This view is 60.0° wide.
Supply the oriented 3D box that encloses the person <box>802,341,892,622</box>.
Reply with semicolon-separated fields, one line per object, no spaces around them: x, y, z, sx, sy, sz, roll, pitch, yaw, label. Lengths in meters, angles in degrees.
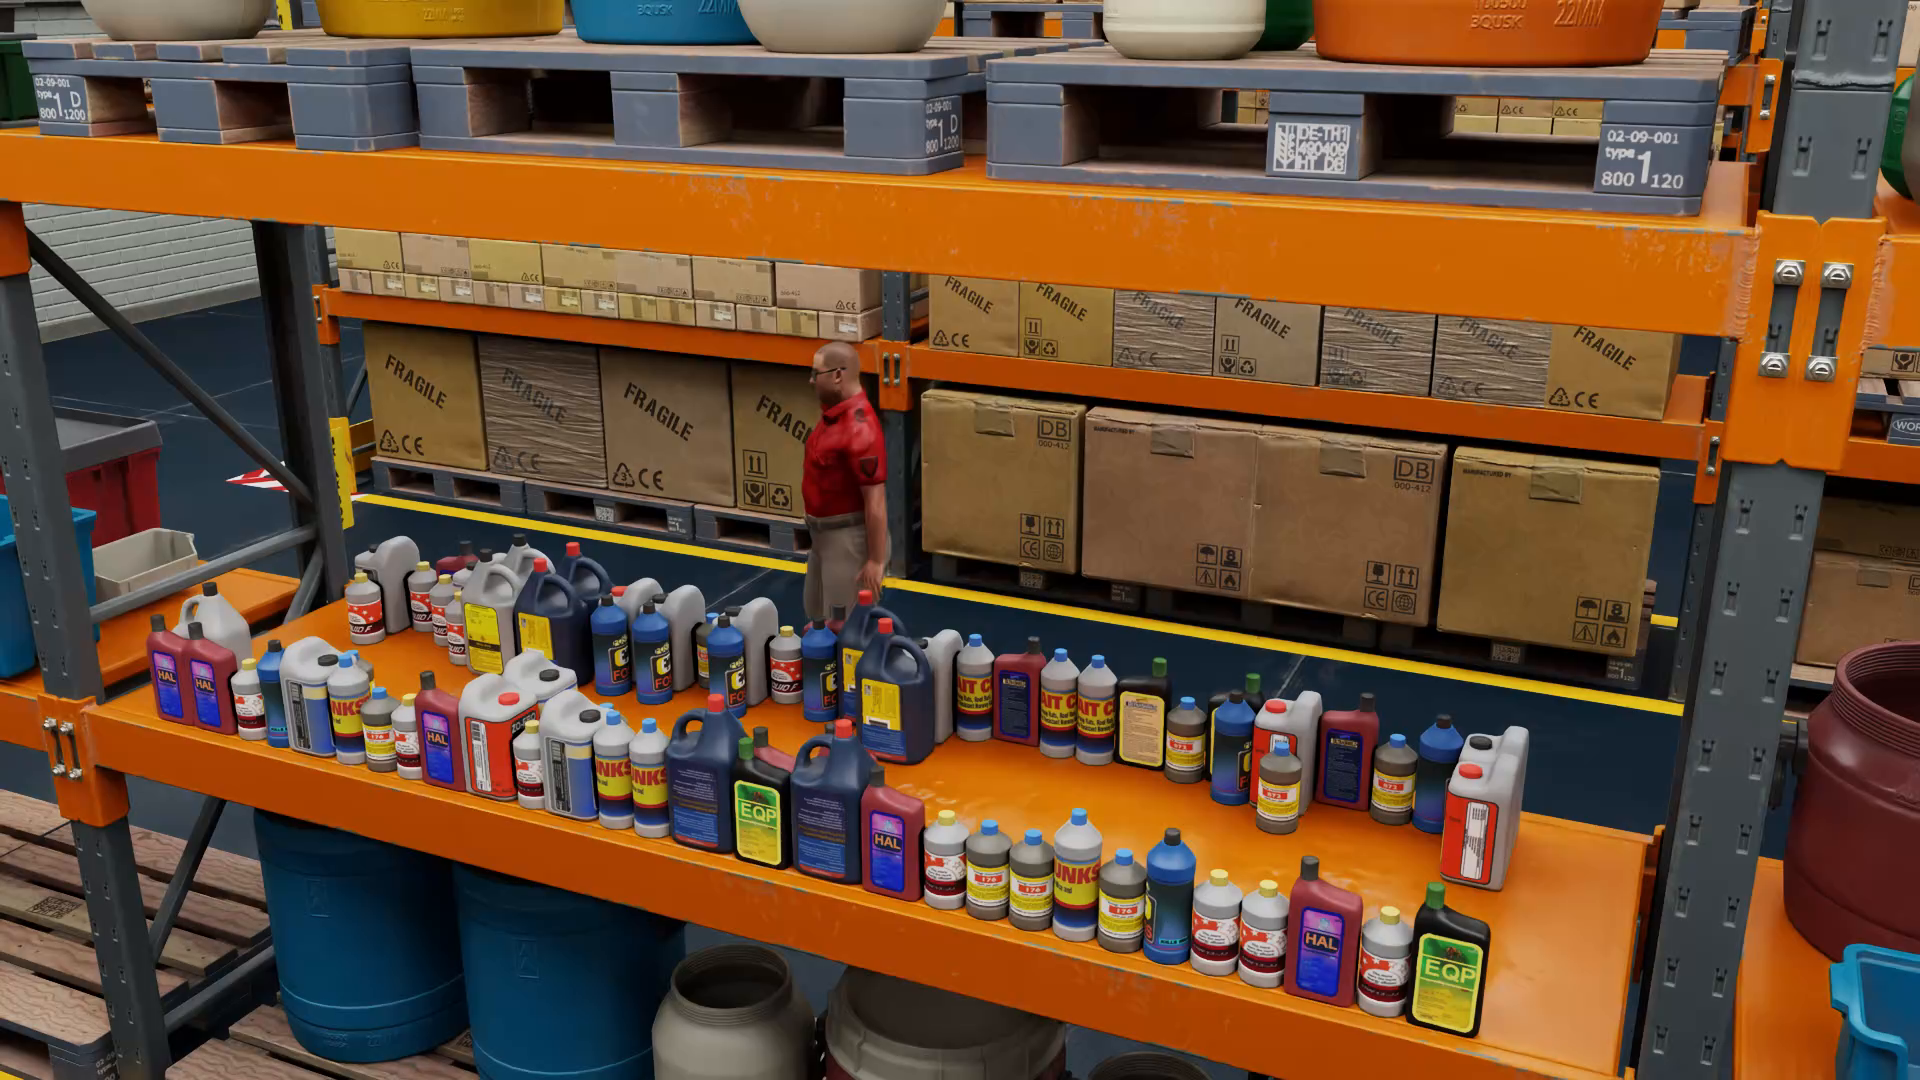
-0.423;0.009;7.015;0.609;1.719;0.585;-5;19;-13;person
